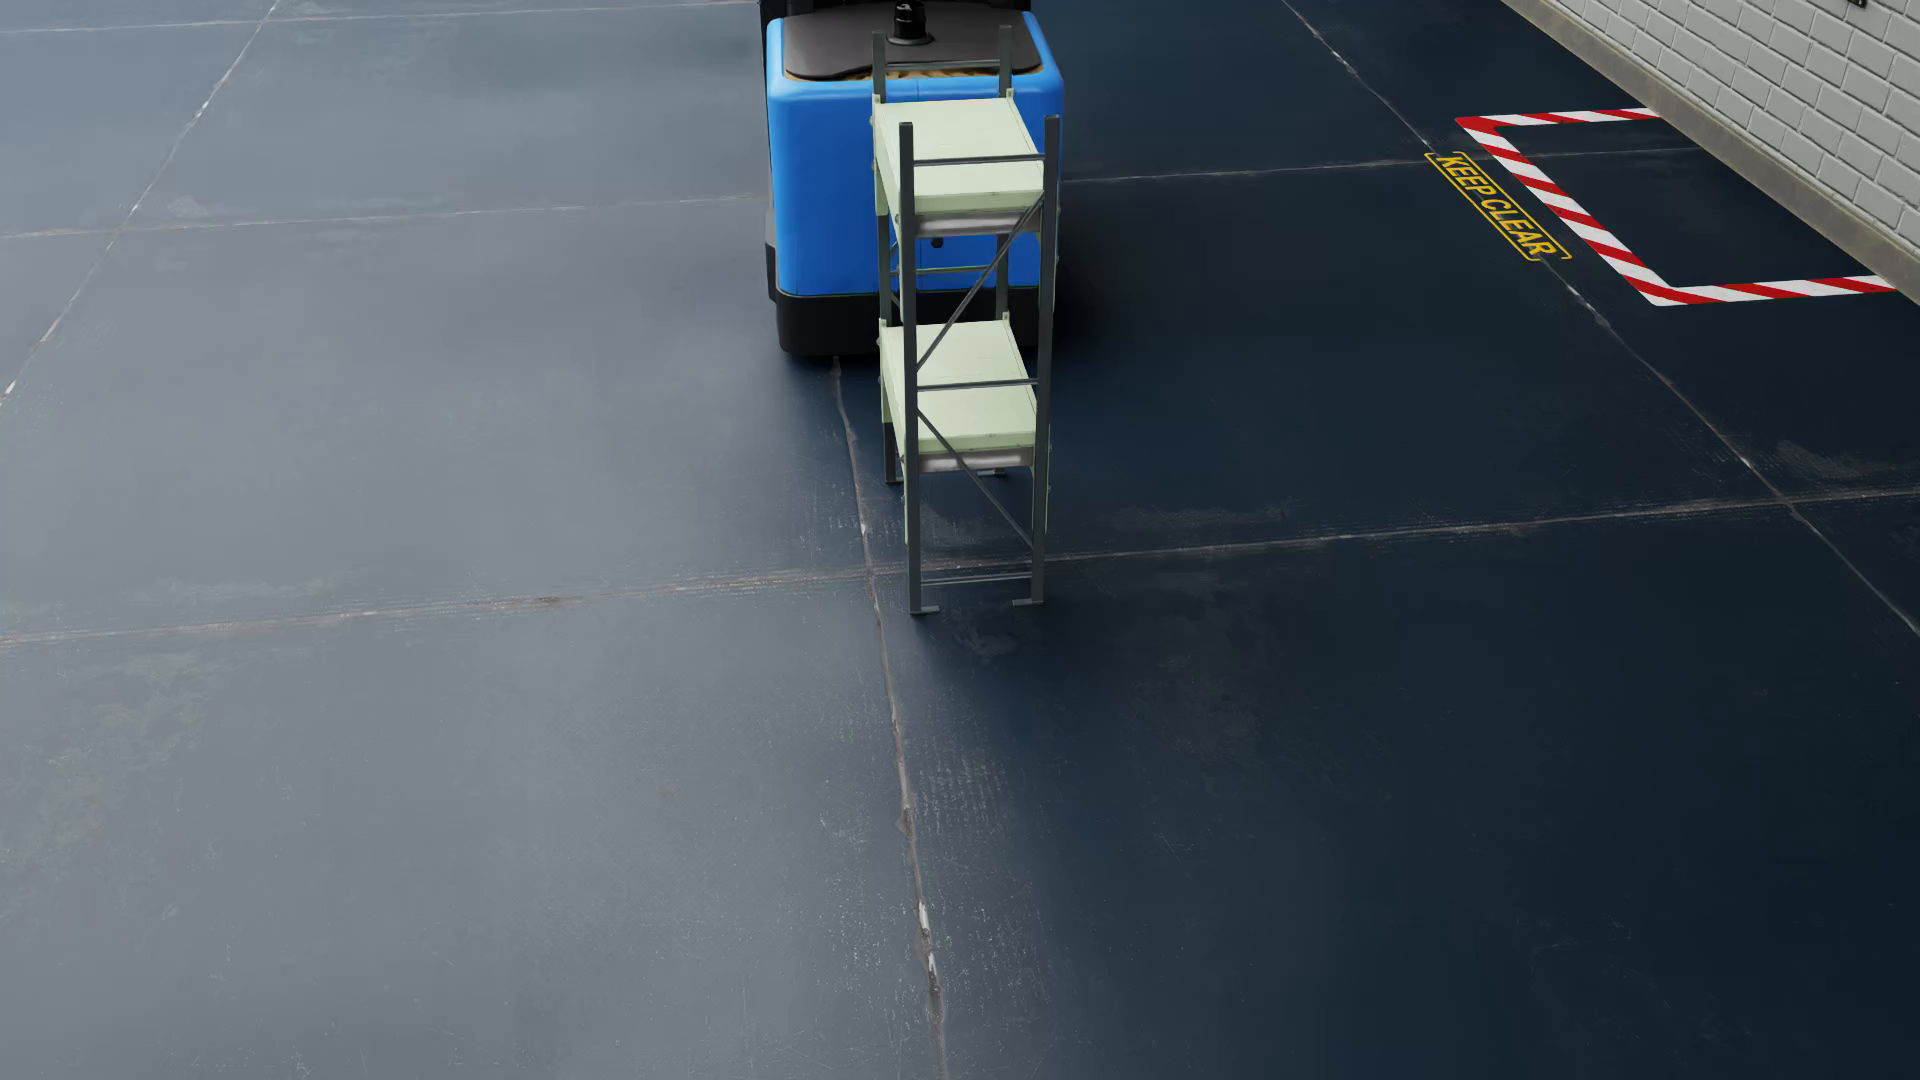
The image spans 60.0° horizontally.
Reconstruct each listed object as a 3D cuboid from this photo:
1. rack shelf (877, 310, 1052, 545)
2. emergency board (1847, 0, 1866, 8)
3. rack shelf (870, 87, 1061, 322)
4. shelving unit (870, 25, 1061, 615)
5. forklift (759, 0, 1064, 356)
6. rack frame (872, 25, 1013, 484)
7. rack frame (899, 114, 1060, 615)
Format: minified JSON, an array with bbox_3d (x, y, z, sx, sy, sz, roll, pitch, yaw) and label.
[{"bbox_3d":[-0.001,-0.354,5.017,0.431,0.370,0.720,-4,35,-6],"label":"rack shelf"},{"bbox_3d":[3.594,-2.841,6.755,0.157,1.169,0.626,-4,35,-6],"label":"emergency board"},{"bbox_3d":[-0.001,-0.946,4.613,0.431,0.370,0.720,-4,35,-6],"label":"rack shelf"},{"bbox_3d":[-0.001,-0.623,4.833,0.431,1.500,0.755,-4,35,-6],"label":"shelving unit"},{"bbox_3d":[-0.284,-2.698,6.606,1.130,2.935,3.031,-3,34,-5],"label":"forklift"},{"bbox_3d":[-0.050,-0.828,5.133,0.400,1.500,0.023,-4,35,-6],"label":"rack frame"},{"bbox_3d":[0.048,-0.419,4.533,0.400,1.500,0.023,-4,35,-6],"label":"rack frame"}]
